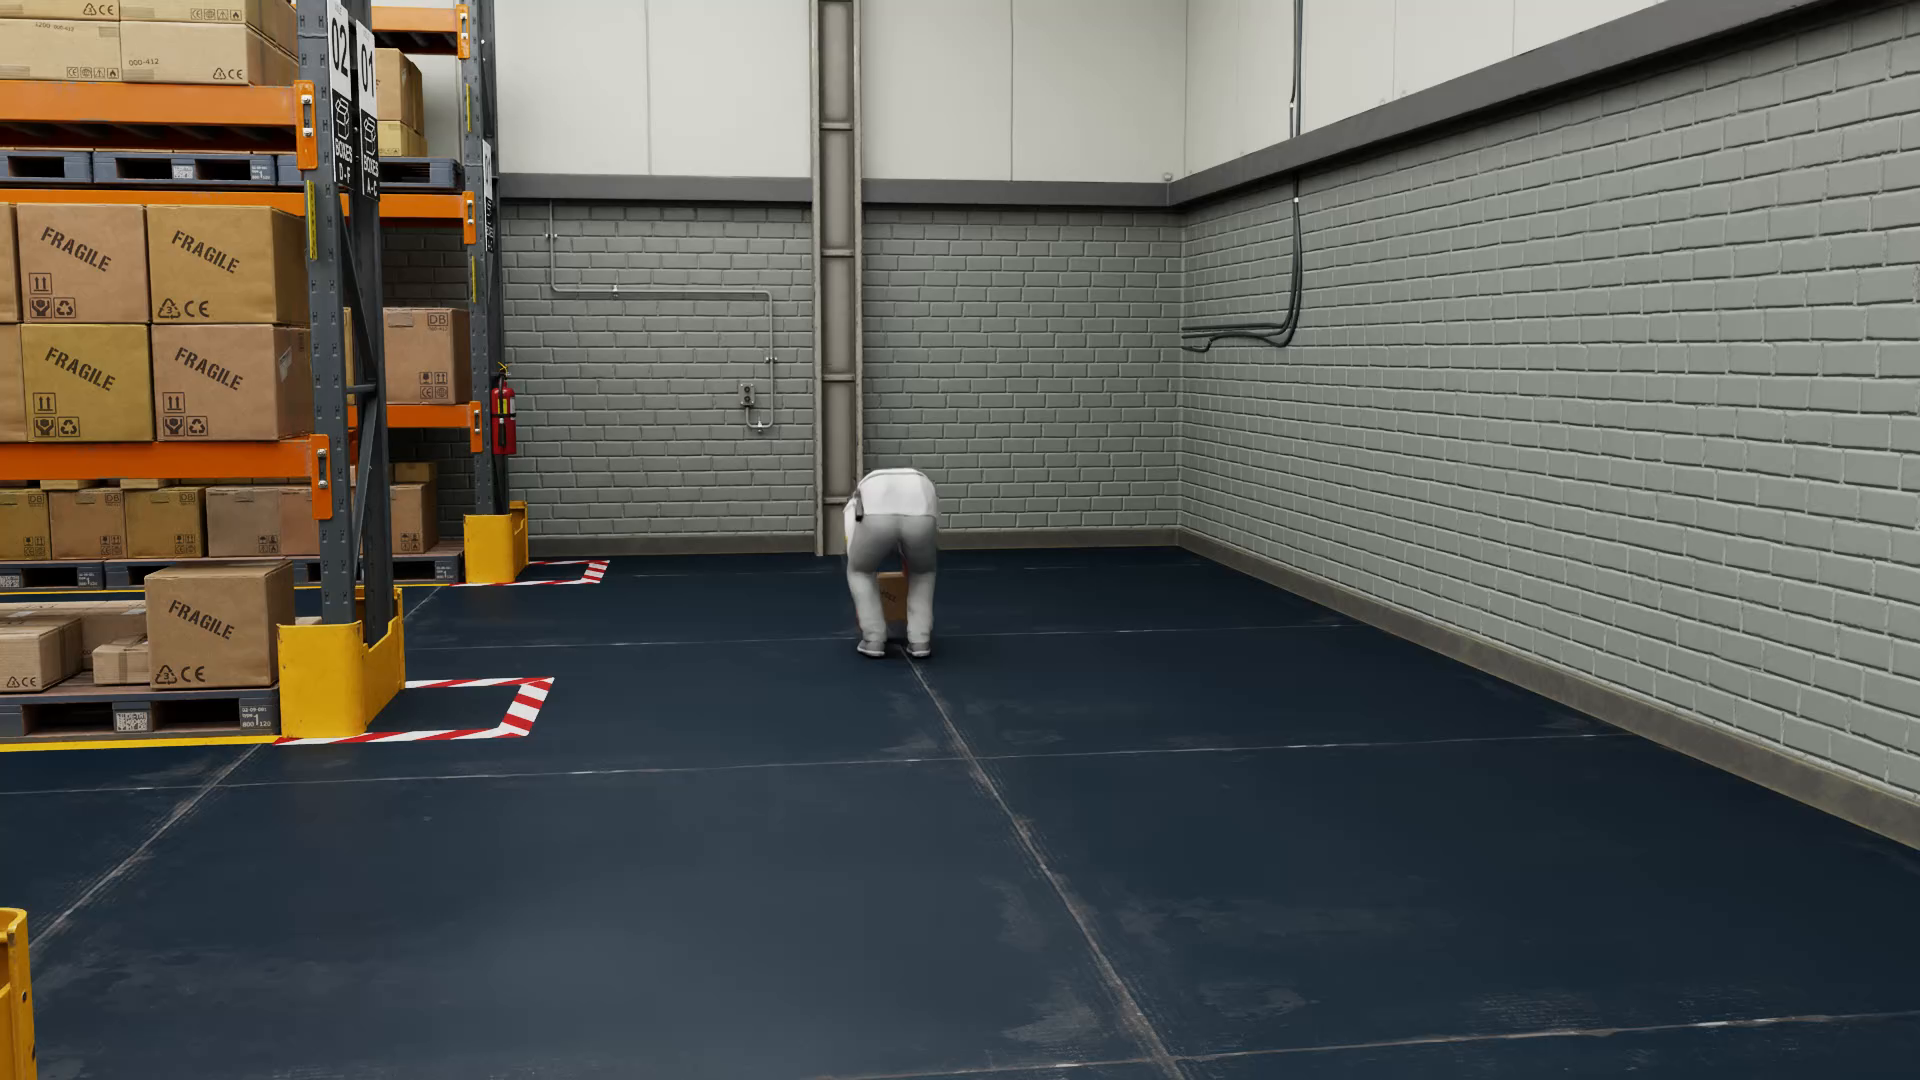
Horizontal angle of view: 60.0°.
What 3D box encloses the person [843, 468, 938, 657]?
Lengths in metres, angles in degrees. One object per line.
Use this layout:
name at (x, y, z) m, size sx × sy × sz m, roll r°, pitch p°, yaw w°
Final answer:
person at (-0.401, 0.103, 9.430) m, size 0.509 × 1.046 × 1.036 m, roll -1°, pitch 7°, yaw -11°
